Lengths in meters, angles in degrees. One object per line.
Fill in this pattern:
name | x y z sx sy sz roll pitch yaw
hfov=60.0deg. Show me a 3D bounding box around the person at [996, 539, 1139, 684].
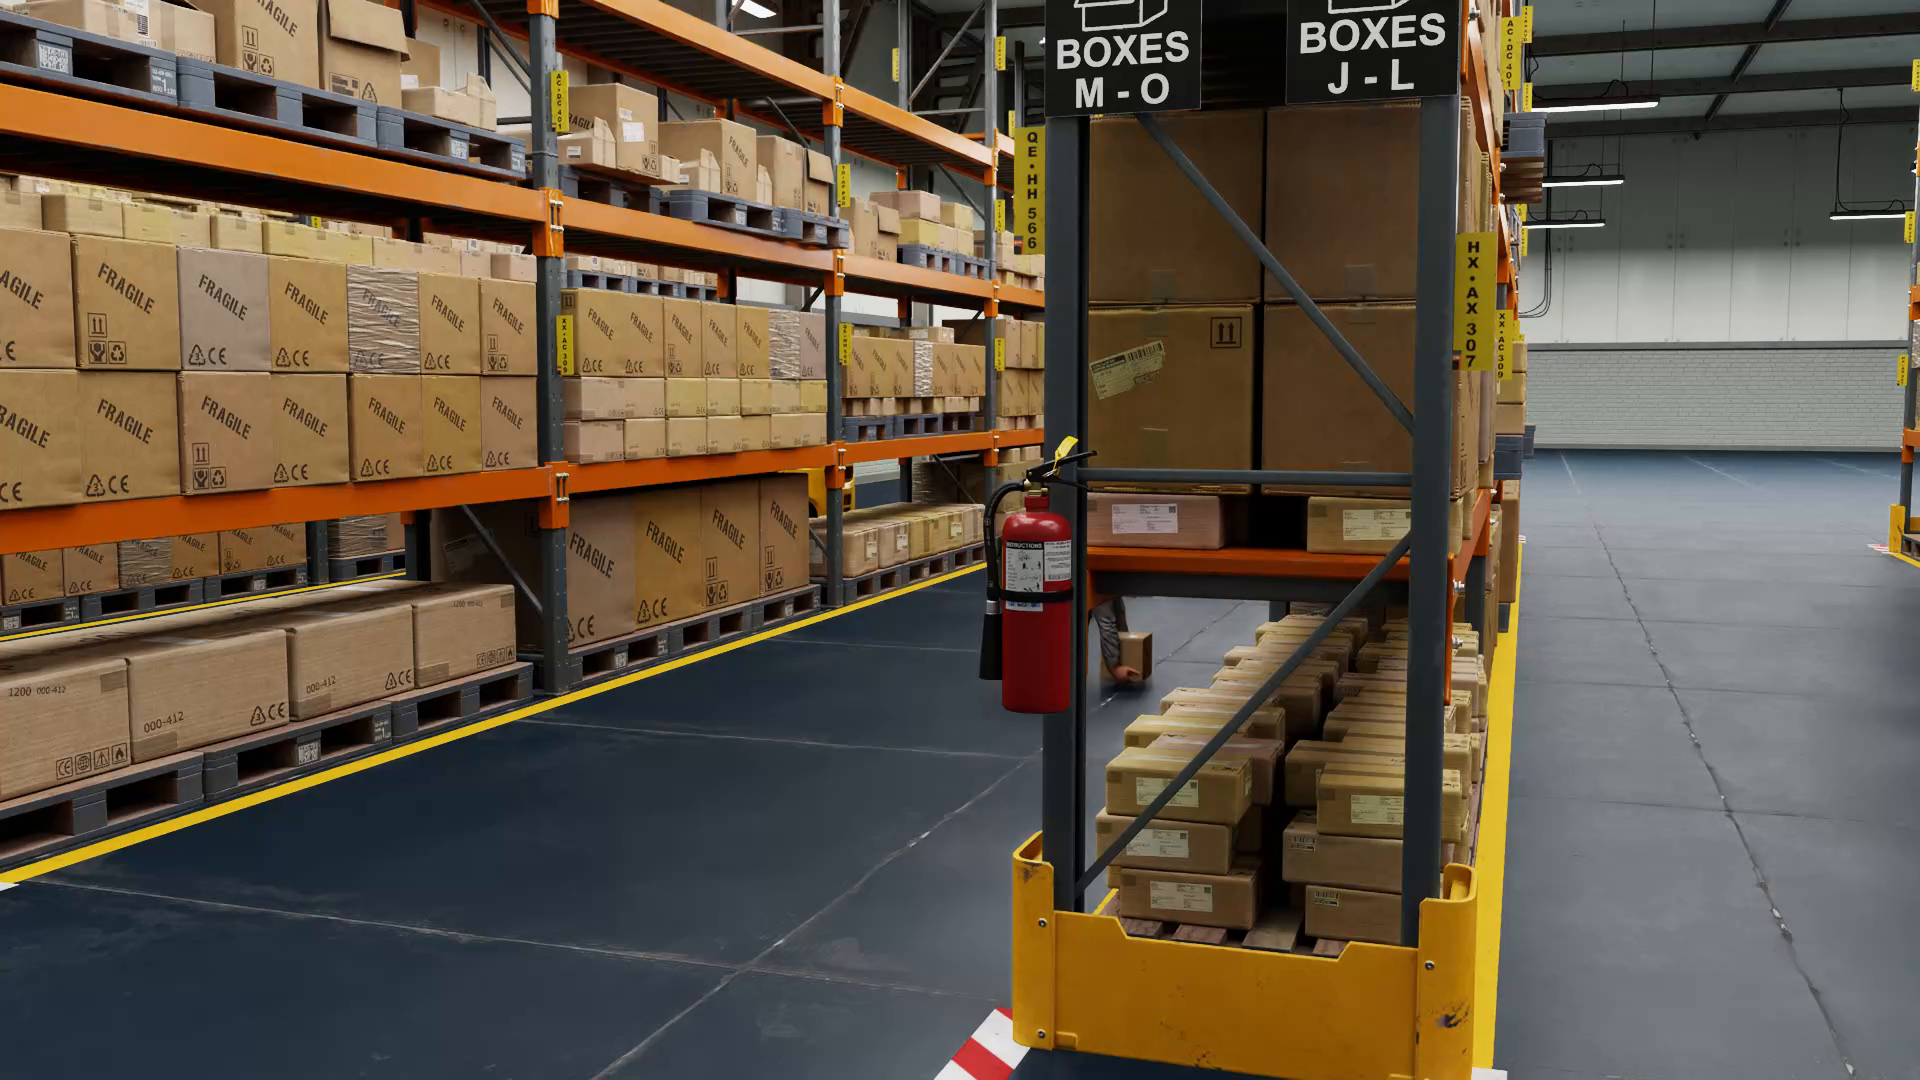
person | 0.687 0.363 9.754 0.944 0.974 0.512 1 5 16
